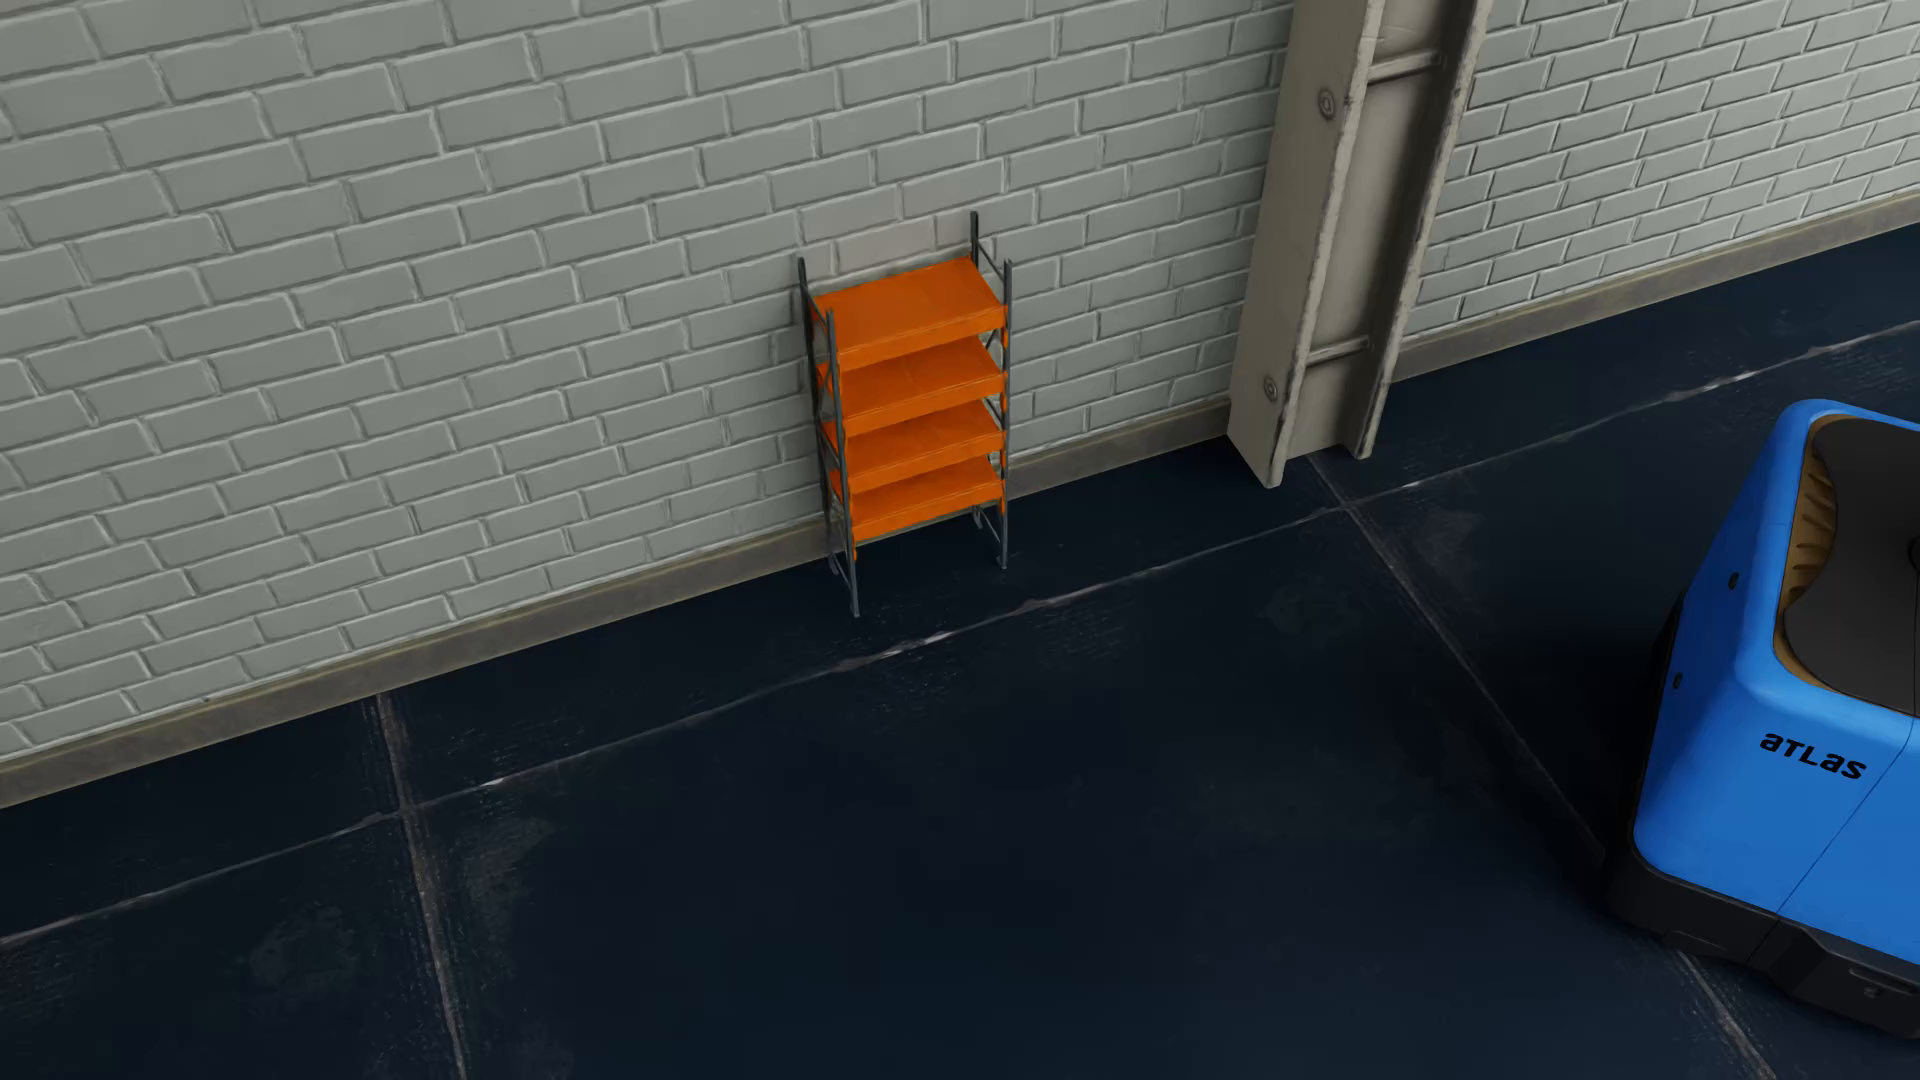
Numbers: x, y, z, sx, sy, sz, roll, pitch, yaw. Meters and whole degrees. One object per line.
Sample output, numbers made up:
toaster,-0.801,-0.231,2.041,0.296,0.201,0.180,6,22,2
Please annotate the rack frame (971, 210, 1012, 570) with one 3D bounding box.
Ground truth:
rack frame,0.087,-0.391,4.791,0.015,1.200,0.240,-18,50,-15

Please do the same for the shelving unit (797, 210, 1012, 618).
shelving unit,-0.138,-0.320,4.729,0.503,1.200,0.258,-18,50,-15

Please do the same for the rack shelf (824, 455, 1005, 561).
rack shelf,-0.135,-0.142,4.927,0.480,0.148,0.258,-18,50,-15

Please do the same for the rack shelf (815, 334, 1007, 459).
rack shelf,-0.139,-0.424,4.613,0.480,0.148,0.258,-18,50,-15

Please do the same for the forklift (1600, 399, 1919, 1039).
forklift,3.244,0.168,3.174,3.031,2.935,1.130,19,52,16

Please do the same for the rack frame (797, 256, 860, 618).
rack frame,-0.363,-0.248,4.668,0.015,1.200,0.240,-18,50,-15

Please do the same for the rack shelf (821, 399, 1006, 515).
rack shelf,-0.137,-0.275,4.779,0.480,0.148,0.258,-18,50,-15

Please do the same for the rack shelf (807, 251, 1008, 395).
rack shelf,-0.141,-0.582,4.437,0.480,0.148,0.258,-18,50,-15
